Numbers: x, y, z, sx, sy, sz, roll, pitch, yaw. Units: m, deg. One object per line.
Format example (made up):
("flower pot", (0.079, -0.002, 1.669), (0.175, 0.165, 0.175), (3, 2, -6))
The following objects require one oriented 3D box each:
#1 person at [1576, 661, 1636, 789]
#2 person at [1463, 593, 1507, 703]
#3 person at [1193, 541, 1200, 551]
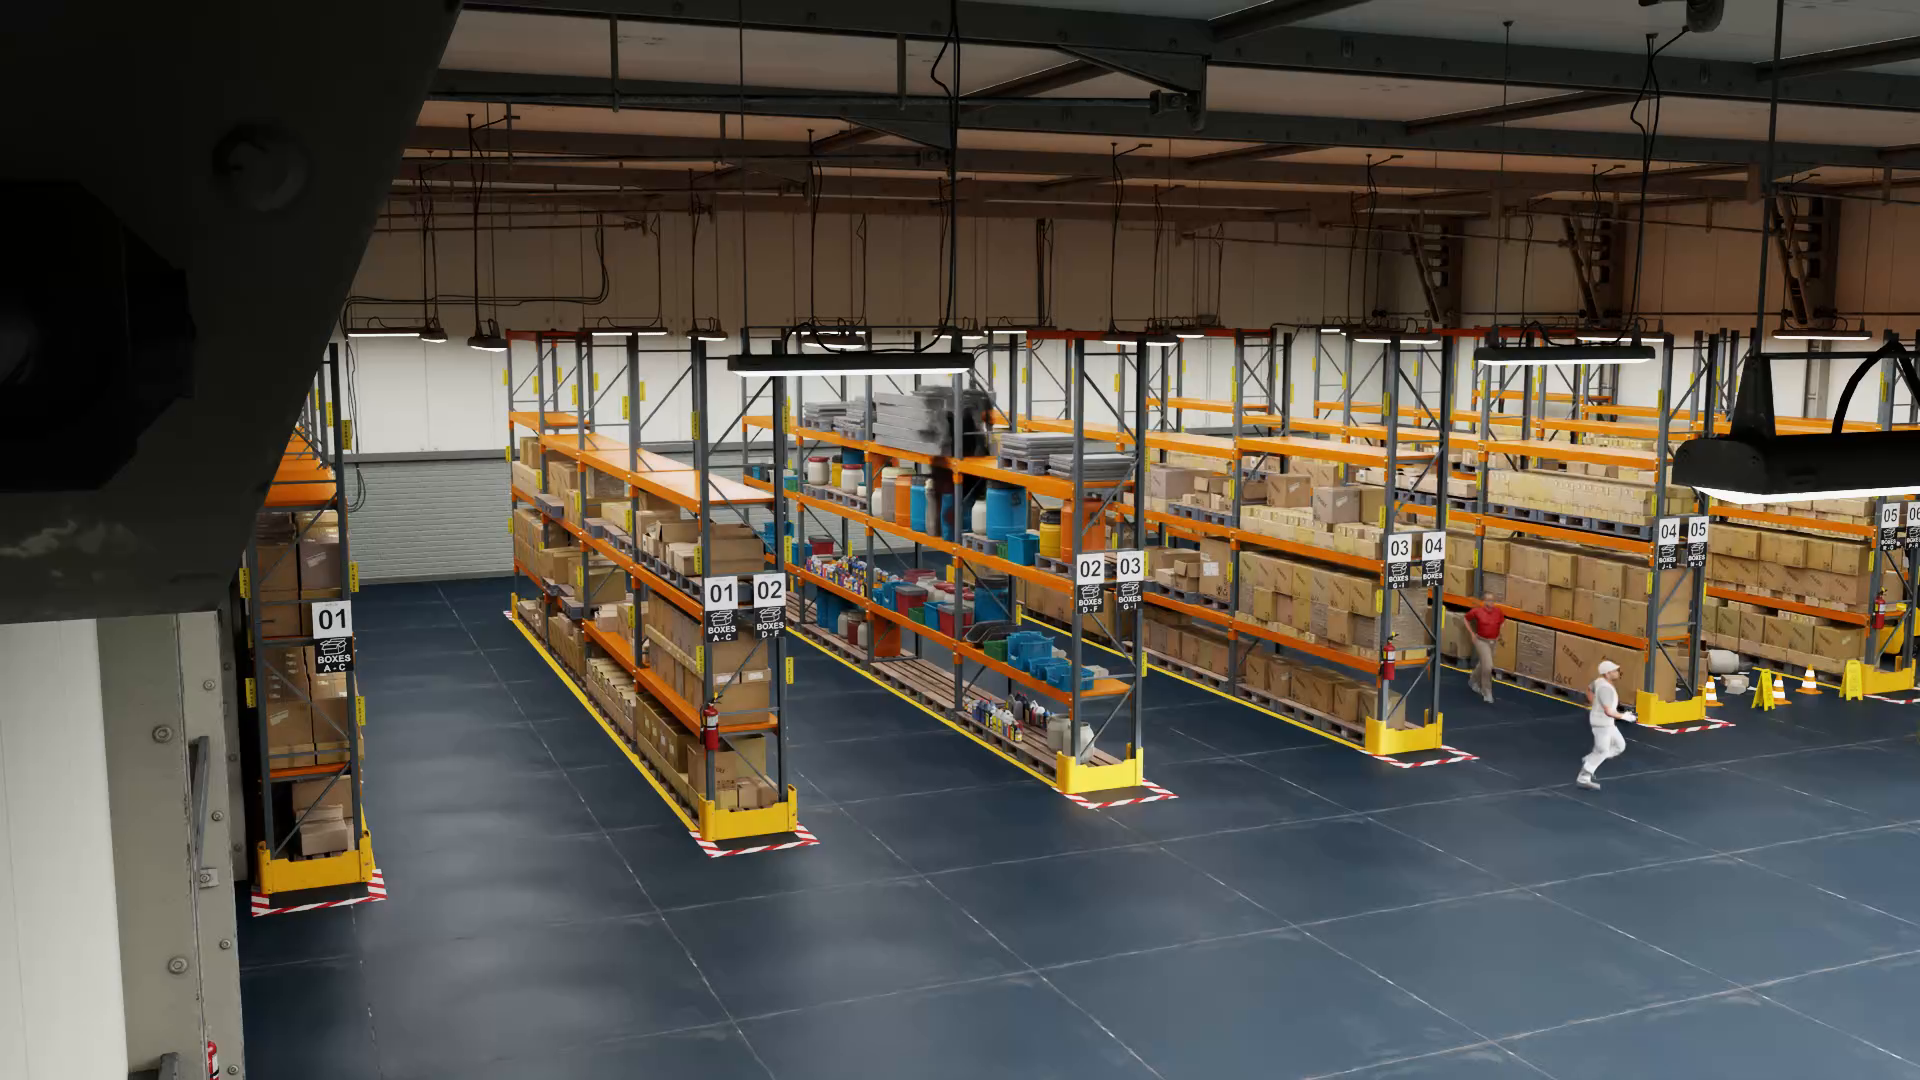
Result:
("person", (8.638, 2.456, 22.195), (0.694, 1.737, 0.693), (3, 8, 20))
("person", (8.706, 1.763, 27.493), (0.629, 1.803, 0.794), (-3, 8, -20))
("person", (6.026, -0.069, 41.340), (0.814, 1.605, 0.578), (6, 10, 36))
